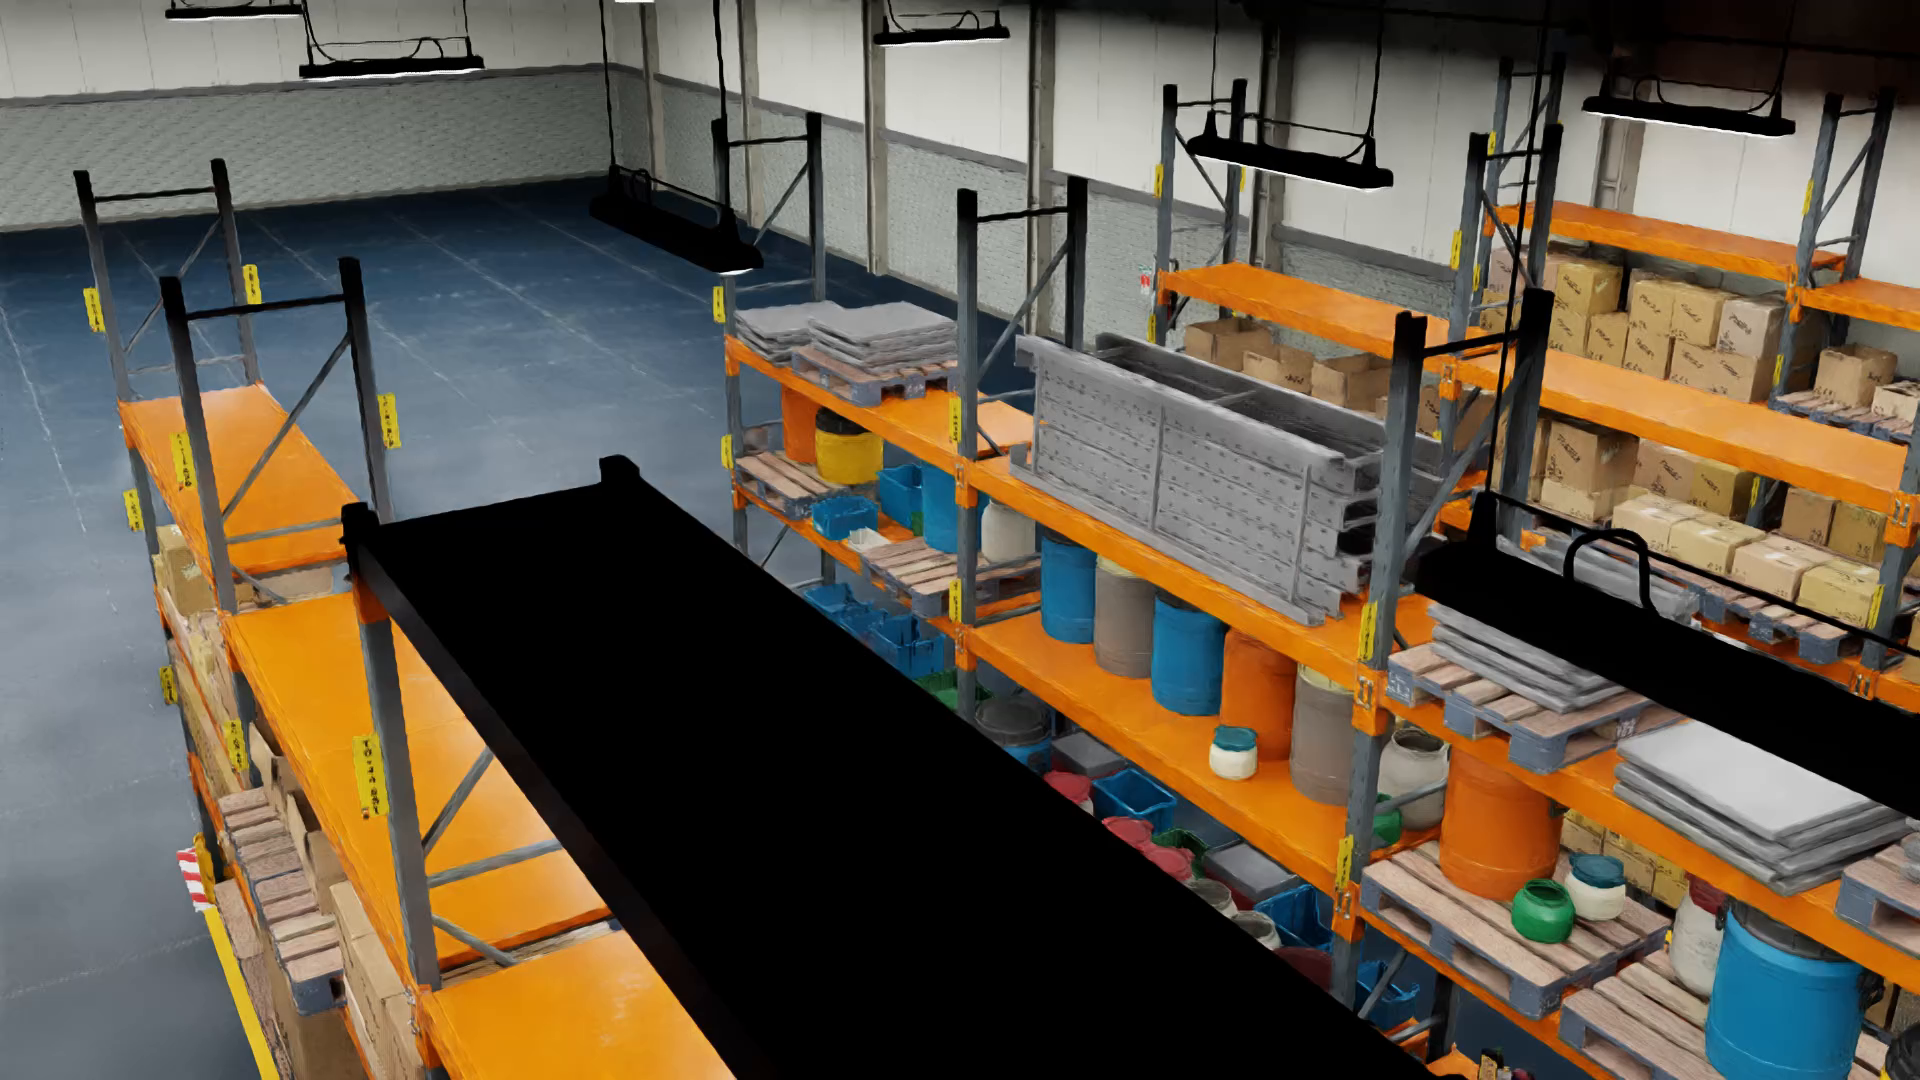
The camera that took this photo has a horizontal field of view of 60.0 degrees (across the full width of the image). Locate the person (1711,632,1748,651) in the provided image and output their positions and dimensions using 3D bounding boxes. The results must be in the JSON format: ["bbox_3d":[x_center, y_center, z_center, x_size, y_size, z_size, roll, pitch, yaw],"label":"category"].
[{"bbox_3d":[7.117,1.360,15.658,0.553,1.707,1.105,-12,25,-28],"label":"person"}]

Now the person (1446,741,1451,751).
[{"bbox_3d":[4.178,2.160,13.728,0.498,1.675,0.441,11,24,25],"label":"person"}]
